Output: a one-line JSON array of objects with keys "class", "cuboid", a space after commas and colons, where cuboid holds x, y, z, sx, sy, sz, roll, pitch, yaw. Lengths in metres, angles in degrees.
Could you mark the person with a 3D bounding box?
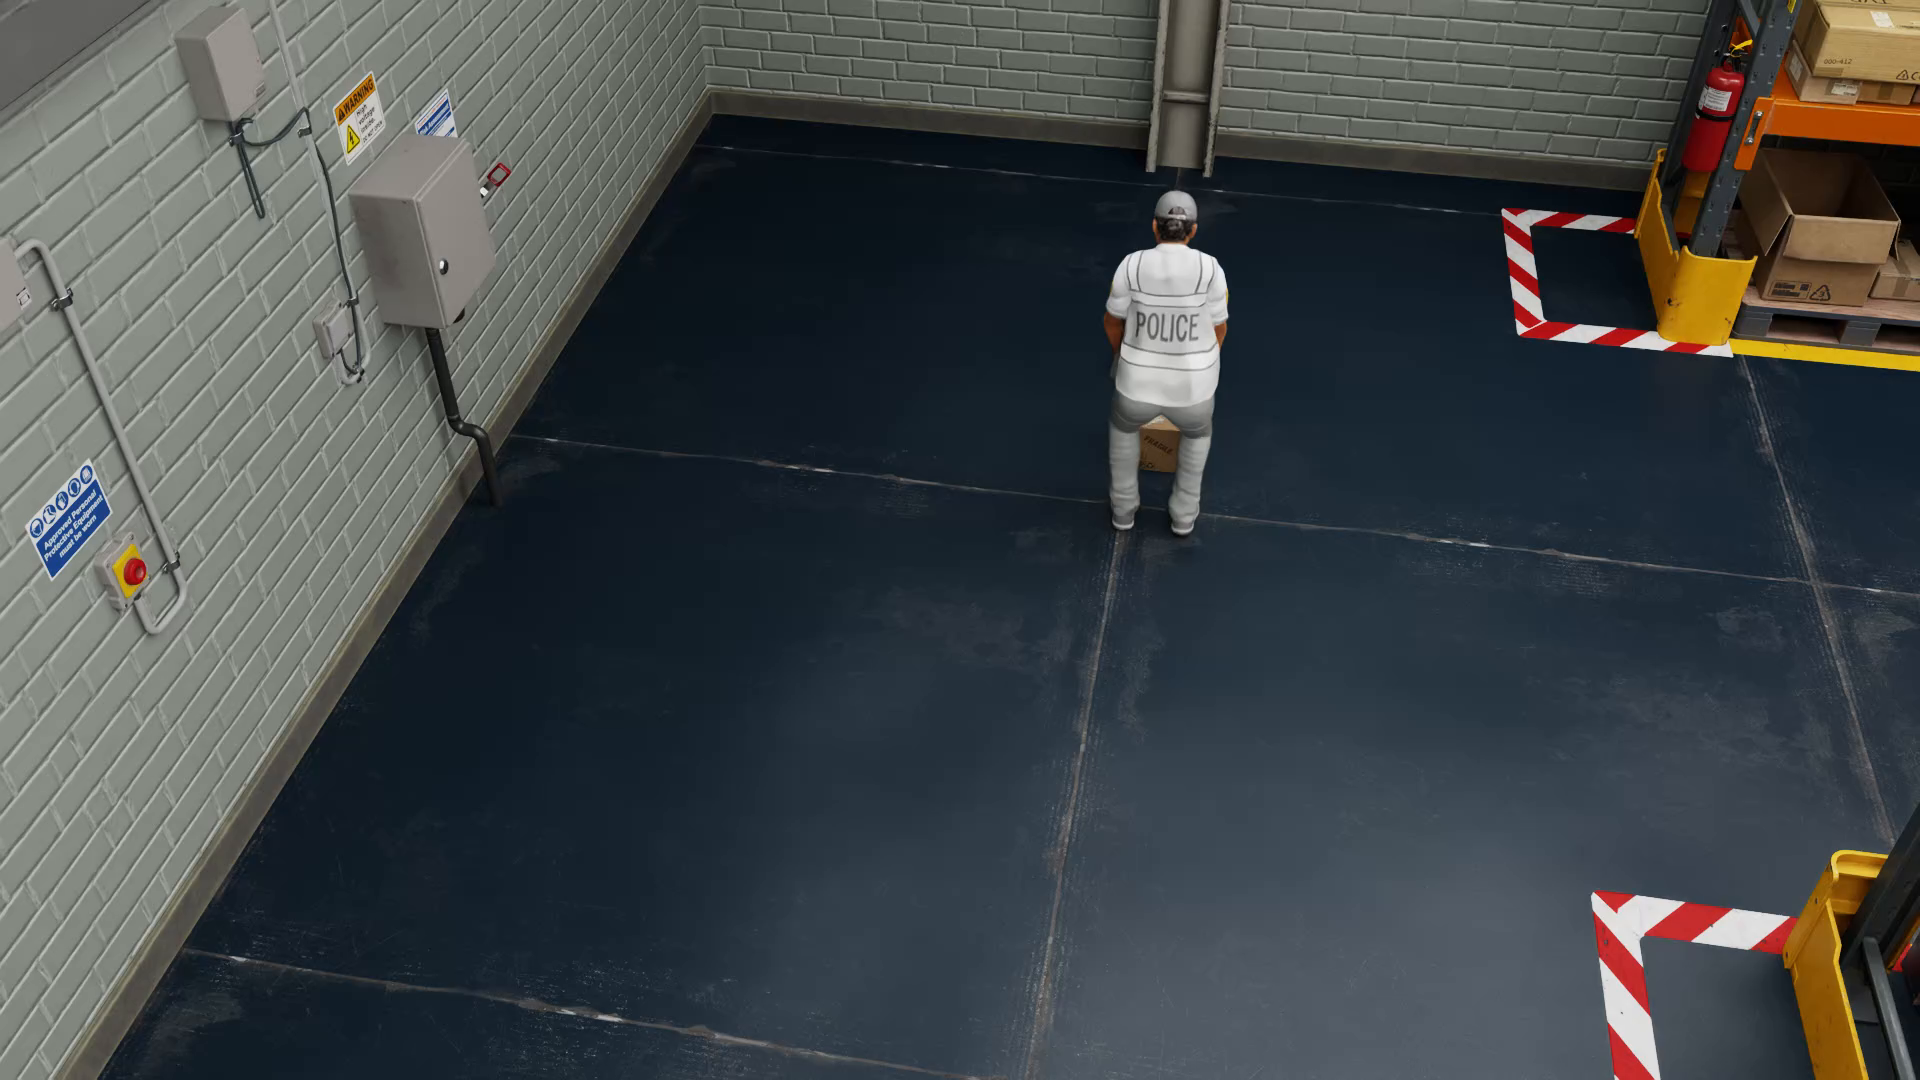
[{"class": "person", "cuboid": [0.849, -0.706, 7.068, 0.515, 1.559, 0.571, 7, 41, 9]}]
